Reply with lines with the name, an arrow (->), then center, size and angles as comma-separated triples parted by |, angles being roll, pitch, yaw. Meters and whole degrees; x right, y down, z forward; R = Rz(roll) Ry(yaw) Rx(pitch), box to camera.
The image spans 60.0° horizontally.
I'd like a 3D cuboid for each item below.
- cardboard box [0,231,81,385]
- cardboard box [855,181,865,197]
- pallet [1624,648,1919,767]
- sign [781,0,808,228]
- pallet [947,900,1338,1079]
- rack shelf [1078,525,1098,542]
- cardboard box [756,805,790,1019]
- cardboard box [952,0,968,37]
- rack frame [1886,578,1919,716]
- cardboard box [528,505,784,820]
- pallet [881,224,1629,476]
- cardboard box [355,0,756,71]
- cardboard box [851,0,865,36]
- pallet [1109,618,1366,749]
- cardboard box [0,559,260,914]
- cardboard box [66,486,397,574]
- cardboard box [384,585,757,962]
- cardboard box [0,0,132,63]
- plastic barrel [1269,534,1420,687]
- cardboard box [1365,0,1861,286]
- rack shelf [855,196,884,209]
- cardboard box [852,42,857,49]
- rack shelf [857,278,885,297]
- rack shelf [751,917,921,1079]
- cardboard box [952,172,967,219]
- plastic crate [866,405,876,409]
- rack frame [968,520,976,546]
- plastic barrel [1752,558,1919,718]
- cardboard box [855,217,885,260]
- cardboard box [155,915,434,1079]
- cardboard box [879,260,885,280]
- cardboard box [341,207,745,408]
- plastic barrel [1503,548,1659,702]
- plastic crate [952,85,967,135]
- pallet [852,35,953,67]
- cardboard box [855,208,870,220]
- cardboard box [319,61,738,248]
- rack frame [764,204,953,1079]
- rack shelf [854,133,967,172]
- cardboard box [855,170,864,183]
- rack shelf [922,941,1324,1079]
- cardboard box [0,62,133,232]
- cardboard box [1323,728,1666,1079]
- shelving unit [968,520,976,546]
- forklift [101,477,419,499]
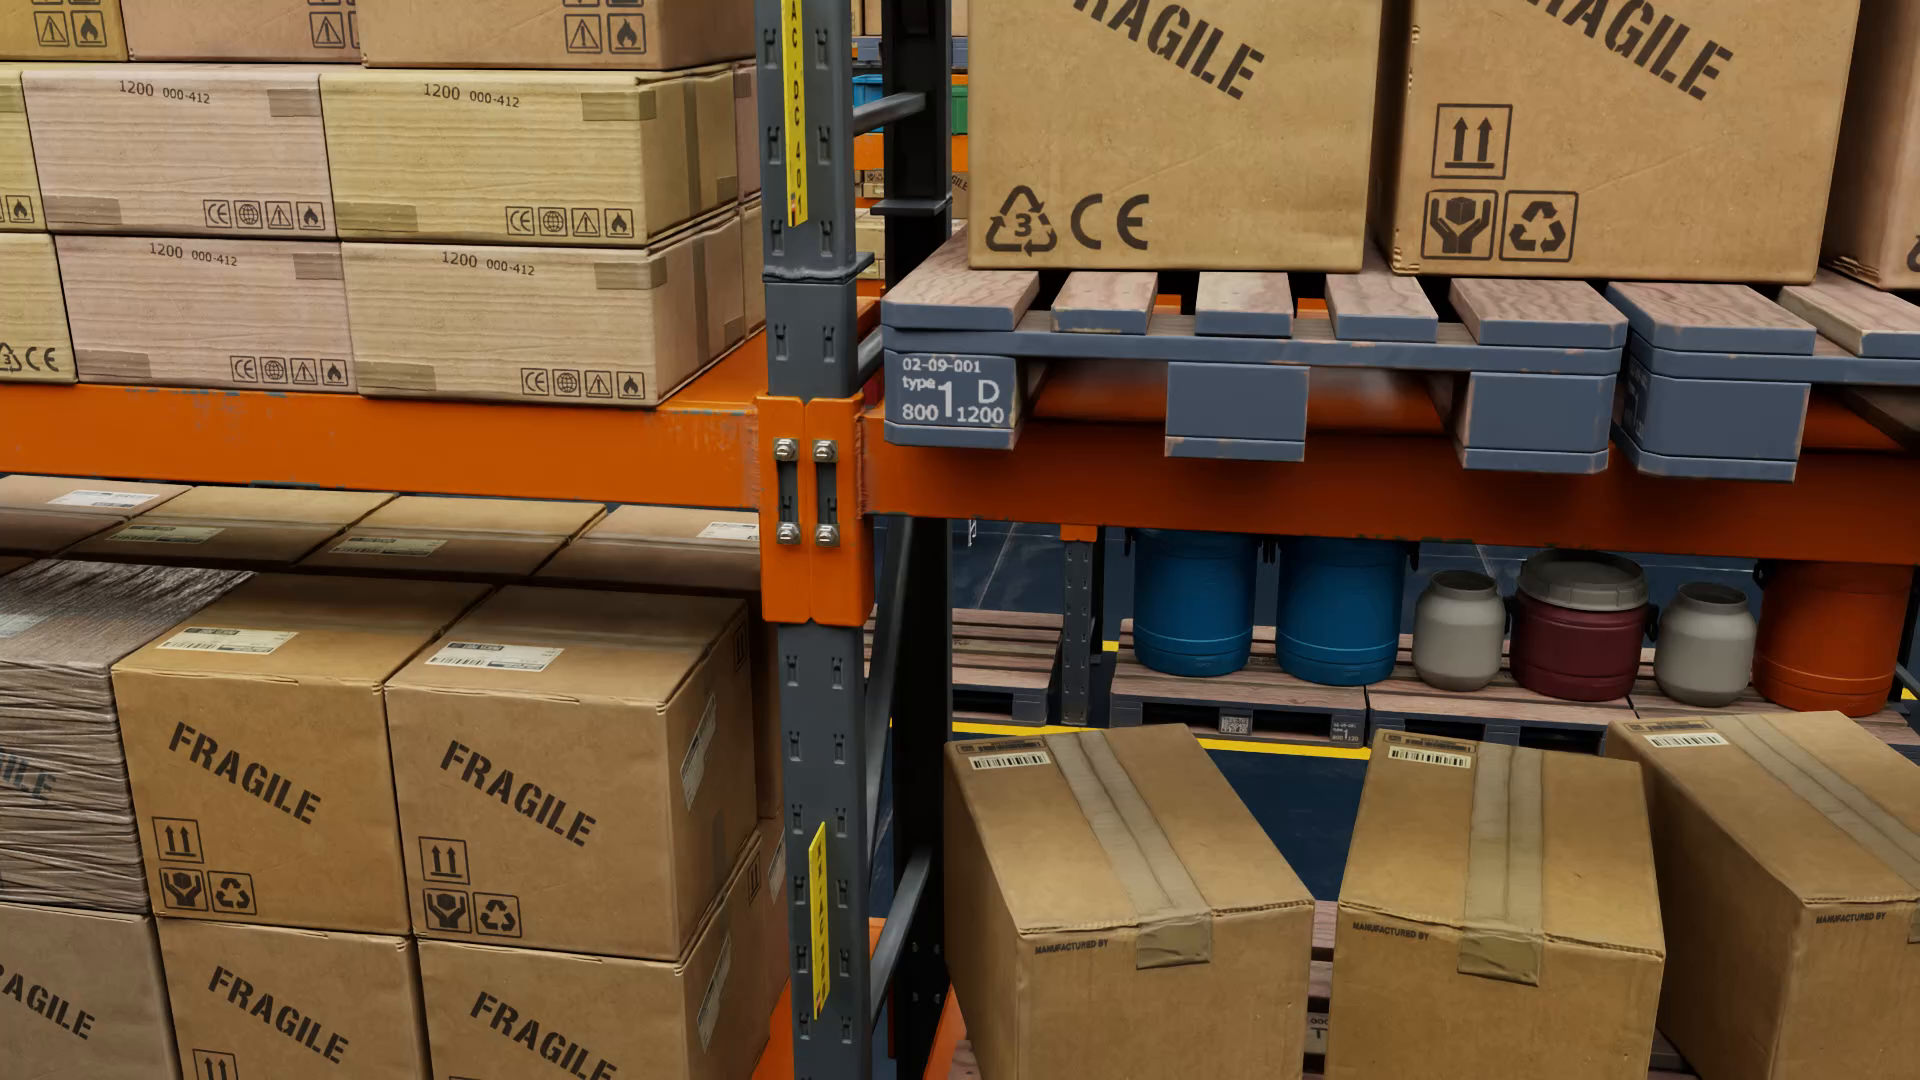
cardboard box -> -1.666, -0.463, 2.968 | 0.500, 0.250, 0.500 | 3, 19, 9
cardboard box -> -1.119, -3.735, 17.634 | 0.250, 0.149, 0.380 | 4, 19, 11
pallet -> 3.797, 0.826, 8.002 | 1.213, 0.211, 1.003 | 3, 19, 9
sign -> -0.235, -0.617, 2.377 | 0.005, 0.325, 0.100 | 3, 19, 9
pallet -> 0.615, 1.046, 3.252 | 1.213, 0.211, 1.003 | 3, 19, 9
rack shelf -> 2.607, -0.229, 7.895 | 4.000, 0.370, 1.077 | 3, 19, 9
cardboard box -> -0.617, 0.722, 3.760 | 0.500, 0.500, 0.500 | 3, 19, 10
cardboard box -> 0.106, -3.988, 12.291 | 0.500, 0.500, 0.700 | 4, 19, 11
rack frame -> 4.582, -0.470, 7.480 | 0.127, 3.000, 1.000 | 3, 19, 9
cardboard box -> -0.577, 0.247, 3.604 | 0.500, 0.500, 0.500 | 3, 19, 10
pallet -> 0.476, -0.398, 2.834 | 1.003, 0.211, 1.213 | 3, 19, 9
cardboard box -> -0.643, -1.076, 2.831 | 0.500, 0.500, 0.700 | 3, 19, 9
cardboard box -> -0.955, -4.054, 12.488 | 0.500, 0.500, 0.700 | 2, 19, 5
pallet -> 1.388, 0.703, 8.369 | 1.213, 0.211, 1.003 | 3, 19, 9
cardboard box -> -1.701, 0.364, 3.254 | 0.500, 0.500, 0.500 | 3, 19, 9
cardboard box -> -1.594, 0.195, 3.759 | 0.500, 0.500, 0.500 | 2, 19, 7
cardboard box -> -0.697, 0.415, 3.103 | 0.500, 0.500, 0.500 | 3, 19, 9
cardboard box -> -1.609, -1.169, 3.108 | 0.500, 0.500, 0.700 | 3, 19, 9
plastic barrel -> 1.866, 0.193, 8.143 | 0.708, 0.901, 0.600 | 3, 19, 9
cardboard box -> 0.992, -0.761, 2.646 | 0.600, 0.600, 0.600 | 3, 19, 8
rack shelf -> 0.330, -3.531, 17.763 | 4.000, 0.370, 1.077 | 3, 19, 9
cardboard box -> -1.242, -5.222, 17.190 | 0.500, 0.250, 0.500 | 4, 19, 11
rack shelf -> -0.556, -1.982, 13.134 | 4.000, 0.370, 1.077 | 3, 19, 9
rack shelf -> -2.131, 1.121, 3.859 | 4.000, 0.370, 1.077 | 3, 19, 9
cardboard box -> -0.014, -2.804, 13.043 | 0.500, 0.500, 0.500 | 2, 19, 7
plastic crate -> -0.515, -0.541, 8.032 | 0.590, 0.125, 0.437 | 3, 19, 9
rack frame -> 0.077, -0.565, 10.601 | 0.015, 1.200, 0.240 | 3, 19, 9
plastic barrel -> 4.096, 0.341, 7.815 | 0.708, 0.830, 0.600 | 3, 19, 9
cardboard box -> -0.574, -2.310, 12.748 | 0.500, 0.250, 0.500 | 3, 19, 8
cardboard box -> -1.200, 0.863, 3.339 | 0.500, 0.500, 0.500 | 3, 19, 10
cardboard box -> -0.455, -2.094, 12.730 | 0.250, 0.149, 0.380 | 3, 19, 10
cardboard box -> -0.679, -0.412, 2.816 | 0.500, 0.250, 0.500 | 3, 19, 9
plastic barrel -> 2.981, 0.399, 8.023 | 0.708, 0.588, 0.600 | 3, 19, 9
plastic crate -> 0.166, -1.920, 7.420 | 0.662, 0.188, 0.450 | 3, 19, 9
pallet -> -0.589, -3.710, 12.576 | 1.213, 0.211, 1.003 | 3, 19, 9
cardboard box -> -1.007, -2.502, 13.320 | 0.500, 0.250, 0.500 | 2, 19, 7
cardboard box -> -0.680, -0.647, 2.731 | 0.500, 0.250, 0.500 | 3, 19, 9
rack frame -> -0.157, 0.881, 3.444 | 0.127, 3.000, 1.000 | 3, 19, 9
rack shelf -> -1.342, -1.853, 8.020 | 4.000, 0.370, 1.077 | 3, 19, 9
cardboard box -> -1.245, -4.052, 17.560 | 0.500, 0.500, 0.500 | 4, 19, 11
rack shelf -> 1.818, 1.322, 3.257 | 4.000, 0.370, 1.077 | 3, 19, 9
cardboard box -> -1.666, -0.699, 2.887 | 0.500, 0.250, 0.500 | 3, 19, 9
cardboard box -> 0.964, 0.743, 3.037 | 0.500, 0.500, 0.700 | 6, 19, 17
shelving unit -> -0.163, -0.577, 10.638 | 0.503, 1.200, 0.258 | 3, 19, 9
forklift -> -2.605, 0.155, 5.721 | 1.130, 2.935, 3.031 | 5, 19, 14
